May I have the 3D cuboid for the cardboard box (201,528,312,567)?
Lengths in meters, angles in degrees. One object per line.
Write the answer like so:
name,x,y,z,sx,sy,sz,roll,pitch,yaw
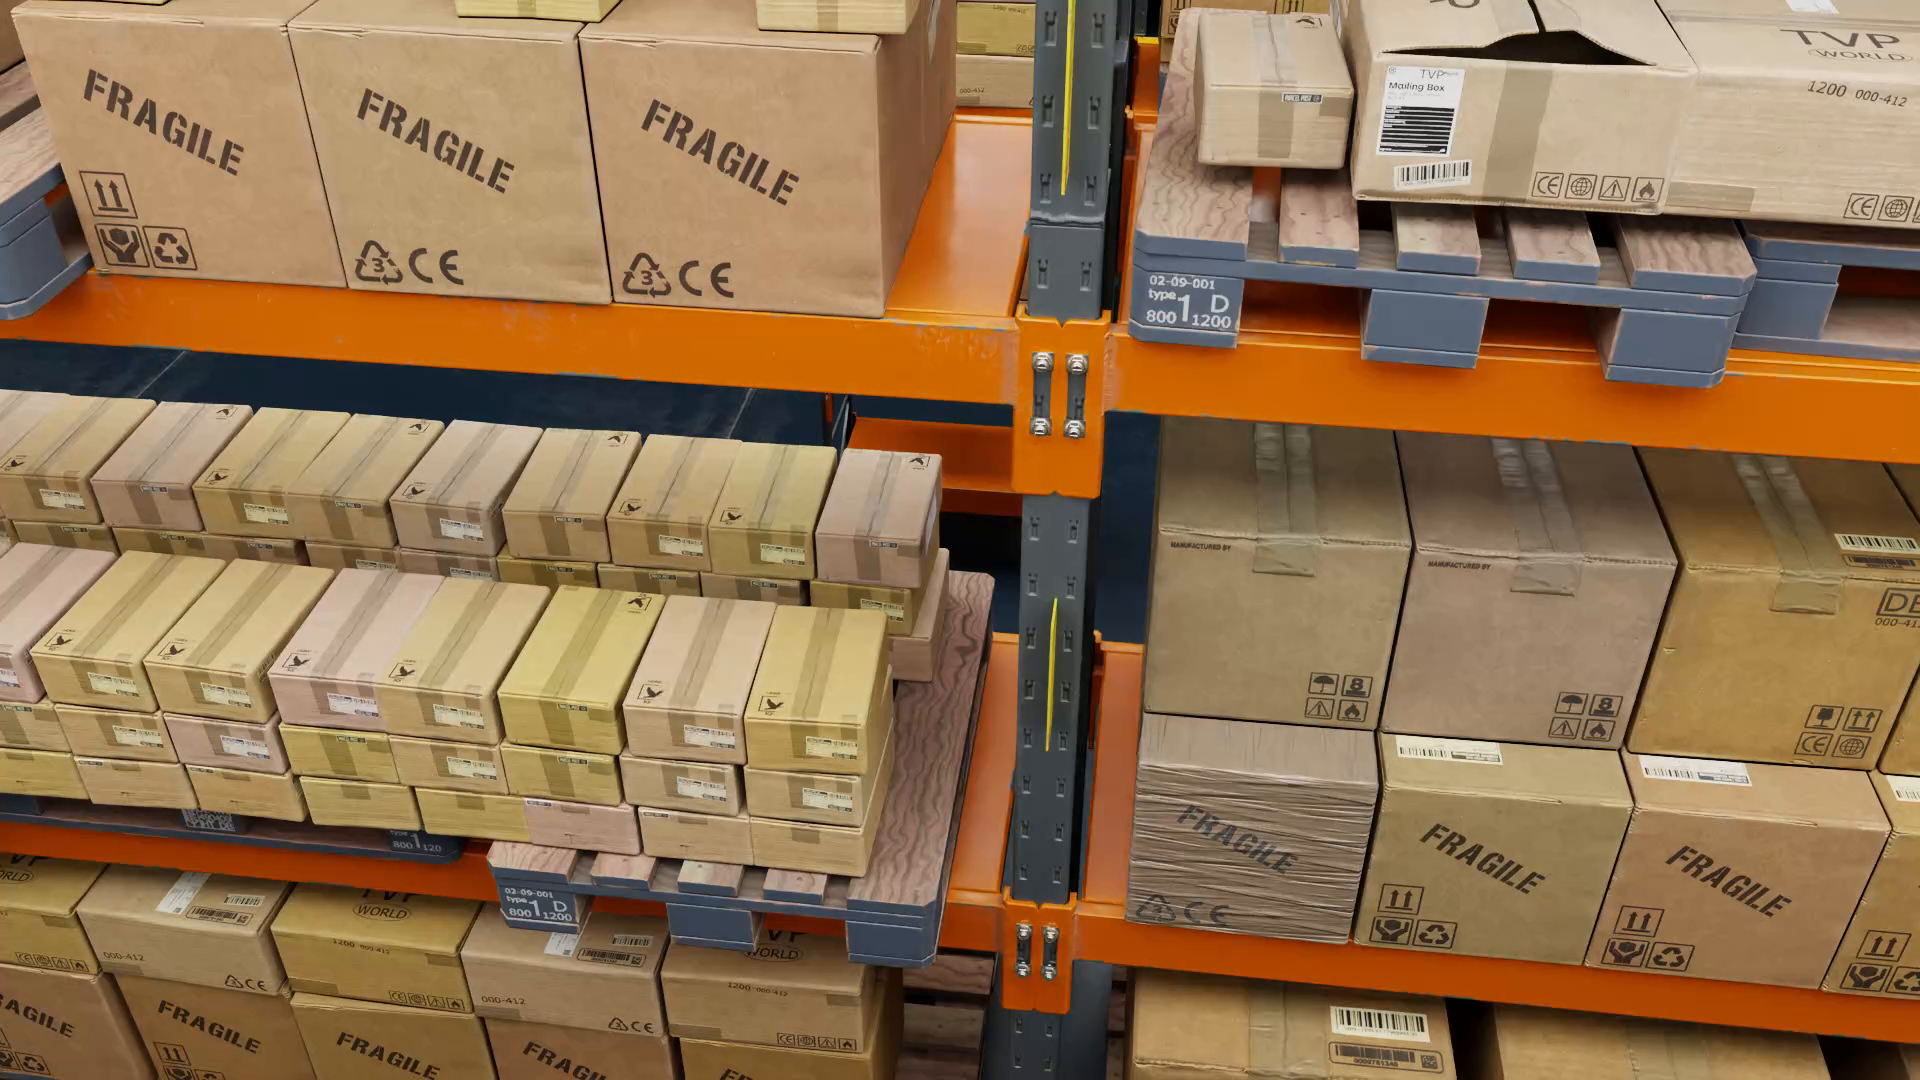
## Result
cardboard box,-1.755,-0.054,4.343,0.250,0.149,0.380,6,36,8

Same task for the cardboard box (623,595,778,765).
cardboard box,-0.549,0.296,3.595,0.250,0.149,0.380,4,36,5

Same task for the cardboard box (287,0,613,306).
cardboard box,-0.852,-0.788,3.104,0.500,0.500,0.500,4,36,6

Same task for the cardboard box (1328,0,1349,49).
cardboard box,0.867,-1.021,3.270,0.250,0.166,0.380,4,36,6

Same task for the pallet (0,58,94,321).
pallet,-2.095,-0.859,3.451,1.003,0.211,1.213,4,36,6

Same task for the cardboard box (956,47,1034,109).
cardboard box,0.240,-2.287,8.002,0.500,0.250,0.500,3,36,4

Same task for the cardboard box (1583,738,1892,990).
cardboard box,1.660,0.621,3.712,0.500,0.500,0.500,4,36,6

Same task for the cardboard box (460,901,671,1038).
cardboard box,-0.970,1.010,4.398,0.500,0.250,0.500,5,36,7

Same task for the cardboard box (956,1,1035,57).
cardboard box,0.262,-2.492,7.859,0.500,0.250,0.500,4,36,6

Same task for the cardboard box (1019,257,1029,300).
cardboard box,0.100,-1.866,8.749,0.875,0.875,0.875,4,36,6

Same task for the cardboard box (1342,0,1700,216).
cardboard box,0.934,-0.817,2.859,0.500,0.311,0.500,4,36,6

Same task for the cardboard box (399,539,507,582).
cardboard box,-1.241,-0.016,4.289,0.250,0.149,0.380,4,36,6

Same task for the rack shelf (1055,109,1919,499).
rack shelf,2.228,-0.381,3.239,4.000,0.370,1.077,4,36,6

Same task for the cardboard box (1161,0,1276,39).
cardboard box,1.192,-2.627,7.644,0.500,0.500,0.500,3,36,5

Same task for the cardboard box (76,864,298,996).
cardboard box,-1.990,0.930,4.510,0.500,0.250,0.500,6,36,8

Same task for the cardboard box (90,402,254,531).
cardboard box,-2.007,-0.194,4.282,0.250,0.149,0.380,3,36,4

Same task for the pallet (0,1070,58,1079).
pallet,-2.951,1.295,5.254,1.213,0.211,1.003,4,36,6

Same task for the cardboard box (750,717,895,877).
cardboard box,-0.303,0.559,3.740,0.250,0.149,0.380,5,36,7

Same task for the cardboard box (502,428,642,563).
cardboard box,-0.961,-0.116,4.174,0.250,0.149,0.380,3,36,4

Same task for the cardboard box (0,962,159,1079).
cardboard box,-2.499,1.195,4.783,0.500,0.500,0.500,6,36,8

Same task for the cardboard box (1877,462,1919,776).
cardboard box,2.206,0.101,3.579,0.500,0.500,0.700,4,36,5

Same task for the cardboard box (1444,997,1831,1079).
cardboard box,1.705,1.304,4.416,0.750,0.750,1.050,5,36,7

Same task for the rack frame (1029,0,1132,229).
rack frame,0.245,-2.043,2.366,0.127,3.000,1.000,4,36,6

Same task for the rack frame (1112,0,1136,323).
rack frame,0.775,-2.460,8.115,0.127,3.000,1.000,4,36,6

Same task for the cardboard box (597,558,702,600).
cardboard box,-0.744,0.021,4.237,0.250,0.149,0.380,3,36,4

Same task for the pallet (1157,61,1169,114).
pallet,1.495,-2.391,8.183,1.003,0.211,1.213,4,36,6

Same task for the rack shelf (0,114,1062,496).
rack shelf,-1.739,-0.677,3.654,4.000,0.370,1.077,4,36,6

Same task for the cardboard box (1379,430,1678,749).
cardboard box,1.190,0.027,3.683,0.500,0.500,0.700,4,36,5

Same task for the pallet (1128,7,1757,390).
pallet,0.890,-0.728,3.268,1.003,0.211,1.213,6,36,8

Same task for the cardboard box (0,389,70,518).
cardboard box,-2.517,-0.231,4.335,0.250,0.149,0.380,4,36,6

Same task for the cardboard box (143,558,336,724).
cardboard box,-1.582,0.219,3.703,0.250,0.149,0.380,6,36,8

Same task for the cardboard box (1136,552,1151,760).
cardboard box,0.725,0.237,4.250,0.500,0.500,0.500,4,36,6

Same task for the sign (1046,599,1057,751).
sign,0.185,0.273,3.356,0.005,0.325,0.100,4,36,6

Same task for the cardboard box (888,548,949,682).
cardboard box,-0.174,0.181,4.269,0.250,0.149,0.380,4,36,5

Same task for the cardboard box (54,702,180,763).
cardboard box,-1.839,0.322,3.815,0.250,0.149,0.380,4,36,5

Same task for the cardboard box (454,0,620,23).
cardboard box,-0.700,-1.084,2.859,0.258,0.266,0.396,4,36,6

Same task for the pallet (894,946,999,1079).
pallet,-0.530,1.476,5.001,1.213,0.211,1.003,4,36,6

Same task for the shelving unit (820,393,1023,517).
shelving unit,-0.007,-0.458,6.924,1.048,1.125,0.538,4,36,6

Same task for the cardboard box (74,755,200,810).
cardboard box,-1.845,0.443,3.902,0.250,0.149,0.380,3,36,4

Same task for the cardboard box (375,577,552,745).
cardboard box,-1.074,0.259,3.647,0.250,0.149,0.380,5,36,7

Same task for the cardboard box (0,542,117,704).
cardboard box,-2.108,0.182,3.756,0.250,0.149,0.380,6,36,8

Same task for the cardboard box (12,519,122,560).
cardboard box,-2.266,-0.094,4.399,0.250,0.149,0.380,3,36,4

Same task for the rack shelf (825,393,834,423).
rack shelf,-0.007,-0.697,6.754,1.000,0.278,0.538,4,36,6

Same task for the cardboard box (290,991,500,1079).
cardboard box,-1.483,1.277,4.668,0.500,0.500,0.500,3,36,4

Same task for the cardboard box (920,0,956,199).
cardboard box,-0.288,-1.058,3.482,0.500,0.500,0.500,4,36,6

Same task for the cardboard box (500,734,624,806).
cardboard box,-0.830,0.398,3.708,0.250,0.149,0.380,5,36,7

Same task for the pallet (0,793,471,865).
pallet,-1.724,0.354,4.336,1.213,0.211,1.003,4,36,6

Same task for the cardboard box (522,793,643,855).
cardboard box,-0.805,0.521,3.793,0.250,0.149,0.380,5,36,7

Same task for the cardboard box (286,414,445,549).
cardboard box,-1.493,-0.154,4.226,0.250,0.149,0.380,5,36,7

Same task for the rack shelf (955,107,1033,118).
rack shelf,-1.209,-2.316,8.532,4.000,0.370,1.077,4,36,6

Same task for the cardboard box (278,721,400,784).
cardboard box,-1.324,0.360,3.762,0.250,0.149,0.380,4,36,6

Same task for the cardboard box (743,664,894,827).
cardboard box,-0.303,0.435,3.657,0.250,0.149,0.380,5,36,7

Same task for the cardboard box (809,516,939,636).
cardboard box,-0.209,0.058,4.185,0.250,0.149,0.380,6,36,8

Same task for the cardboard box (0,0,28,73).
cardboard box,-2.208,-1.141,3.234,0.637,0.503,0.797,4,36,5

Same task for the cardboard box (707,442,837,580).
cardboard box,-0.456,-0.076,4.117,0.250,0.149,0.380,3,36,5

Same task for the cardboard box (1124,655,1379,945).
cardboard box,0.655,0.547,3.815,0.500,0.500,0.500,5,36,6

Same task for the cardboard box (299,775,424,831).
cardboard box,-1.318,0.481,3.849,0.250,0.149,0.380,3,36,4

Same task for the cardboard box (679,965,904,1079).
cardboard box,-0.442,1.348,4.570,0.500,0.500,0.500,4,36,6
